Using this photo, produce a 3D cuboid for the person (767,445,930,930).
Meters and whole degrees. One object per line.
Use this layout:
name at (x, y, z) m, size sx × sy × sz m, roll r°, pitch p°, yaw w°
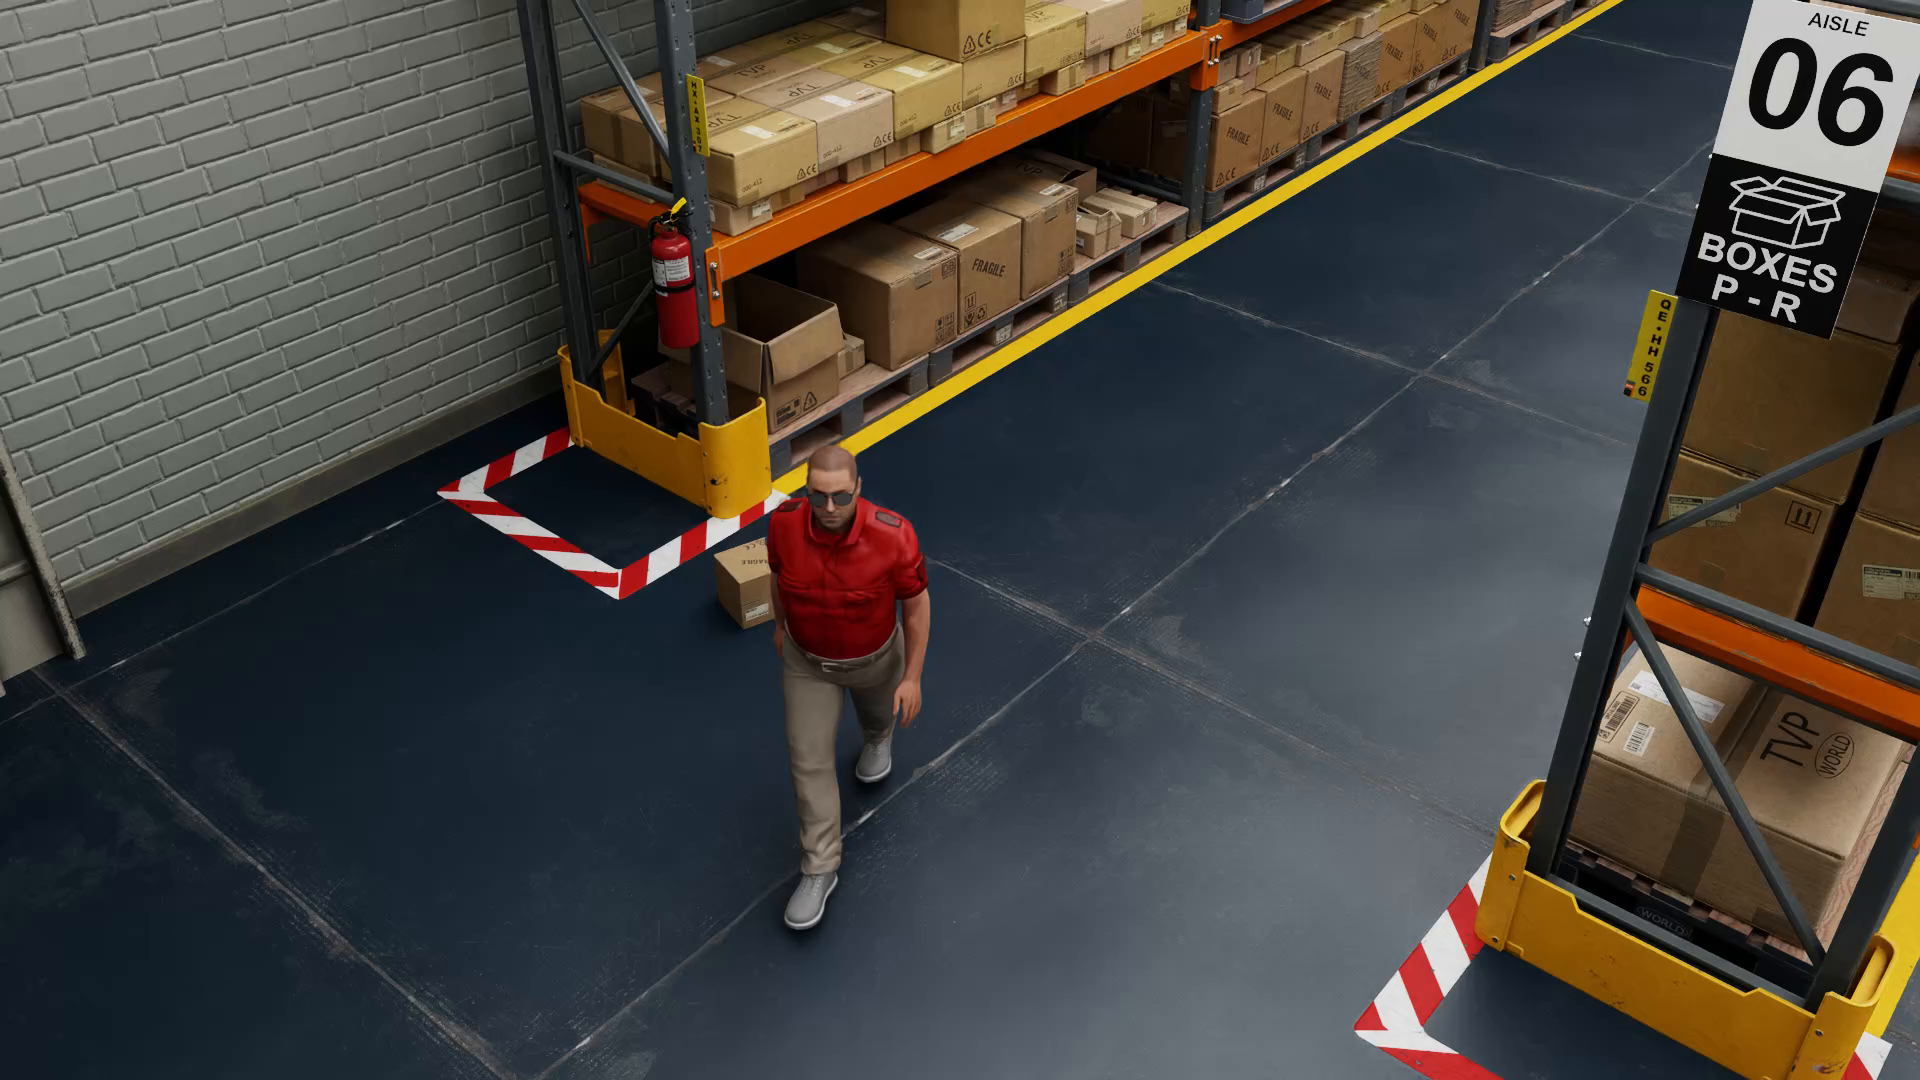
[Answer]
person at (-0.379, 0.388, 5.611) m, size 0.569 × 1.661 × 1.072 m, roll 2°, pitch 35°, yaw 3°
